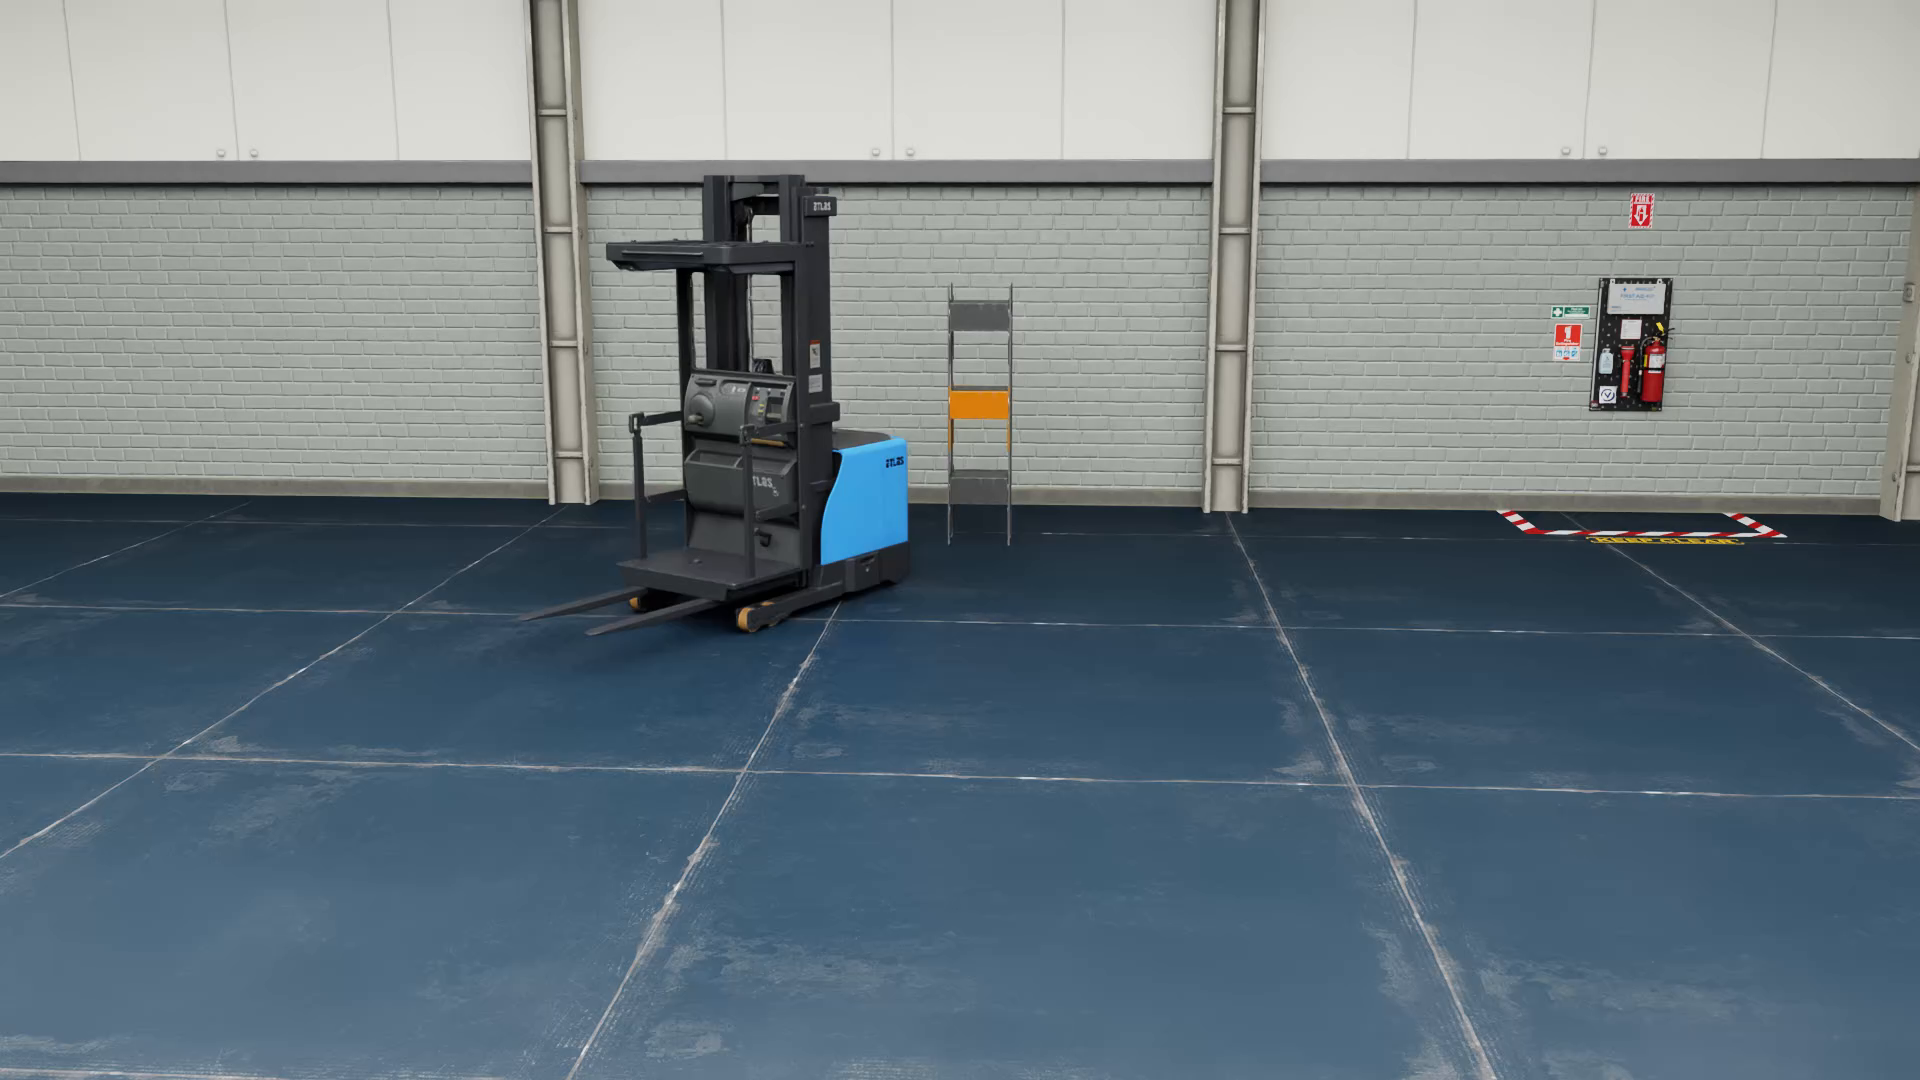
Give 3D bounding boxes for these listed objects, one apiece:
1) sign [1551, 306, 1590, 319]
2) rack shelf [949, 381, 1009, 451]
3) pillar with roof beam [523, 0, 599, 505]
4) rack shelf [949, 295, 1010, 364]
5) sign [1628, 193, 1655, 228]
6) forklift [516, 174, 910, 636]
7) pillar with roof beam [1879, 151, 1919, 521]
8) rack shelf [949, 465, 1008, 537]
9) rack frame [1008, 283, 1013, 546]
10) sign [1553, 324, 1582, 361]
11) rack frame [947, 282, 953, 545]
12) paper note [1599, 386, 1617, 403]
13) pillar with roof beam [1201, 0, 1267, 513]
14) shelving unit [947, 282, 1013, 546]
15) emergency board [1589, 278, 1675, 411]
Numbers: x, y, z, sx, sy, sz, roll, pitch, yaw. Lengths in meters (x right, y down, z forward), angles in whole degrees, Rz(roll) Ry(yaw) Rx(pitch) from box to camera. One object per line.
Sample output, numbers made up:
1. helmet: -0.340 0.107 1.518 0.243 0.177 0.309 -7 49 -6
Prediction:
1. sign: 5.382 -2.007 14.657 0.331 0.109 0.001 1 12 4
2. rack shelf: 0.165 -1.012 13.545 0.480 0.518 0.431 1 12 4
3. pillar with roof beam: -3.875 -3.883 10.355 0.400 9.000 9.100 1 12 4
4. rack shelf: 0.165 -1.697 13.402 0.480 0.518 0.431 1 12 4
5. sign: 5.921 -2.859 14.448 0.199 0.298 0.001 1 12 4
6. forklift: -1.622 -0.941 11.109 1.130 2.935 3.031 8 14 34
7. pillar with roof beam: 8.098 -3.719 9.570 0.400 9.000 9.100 1 12 4
8. rack shelf: 0.165 -0.327 13.688 0.480 0.518 0.431 1 12 4
9. rack frame: 0.409 -1.022 13.526 0.015 2.100 0.400 1 12 4
10. sign: 5.378 -1.750 14.721 0.234 0.329 0.001 1 12 4
11. rack frame: -0.078 -1.029 13.558 0.015 2.100 0.400 1 12 4
12. paper note: 5.751 -1.289 14.757 0.142 0.148 0.016 1 12 4
13. pillar with roof beam: 2.111 -3.801 9.962 0.400 9.000 9.100 1 12 4
14. shelving unit: 0.165 -1.025 13.542 0.503 2.100 0.431 1 12 4
15. emergency board: 5.923 -1.704 14.587 0.643 1.169 0.194 1 12 4
